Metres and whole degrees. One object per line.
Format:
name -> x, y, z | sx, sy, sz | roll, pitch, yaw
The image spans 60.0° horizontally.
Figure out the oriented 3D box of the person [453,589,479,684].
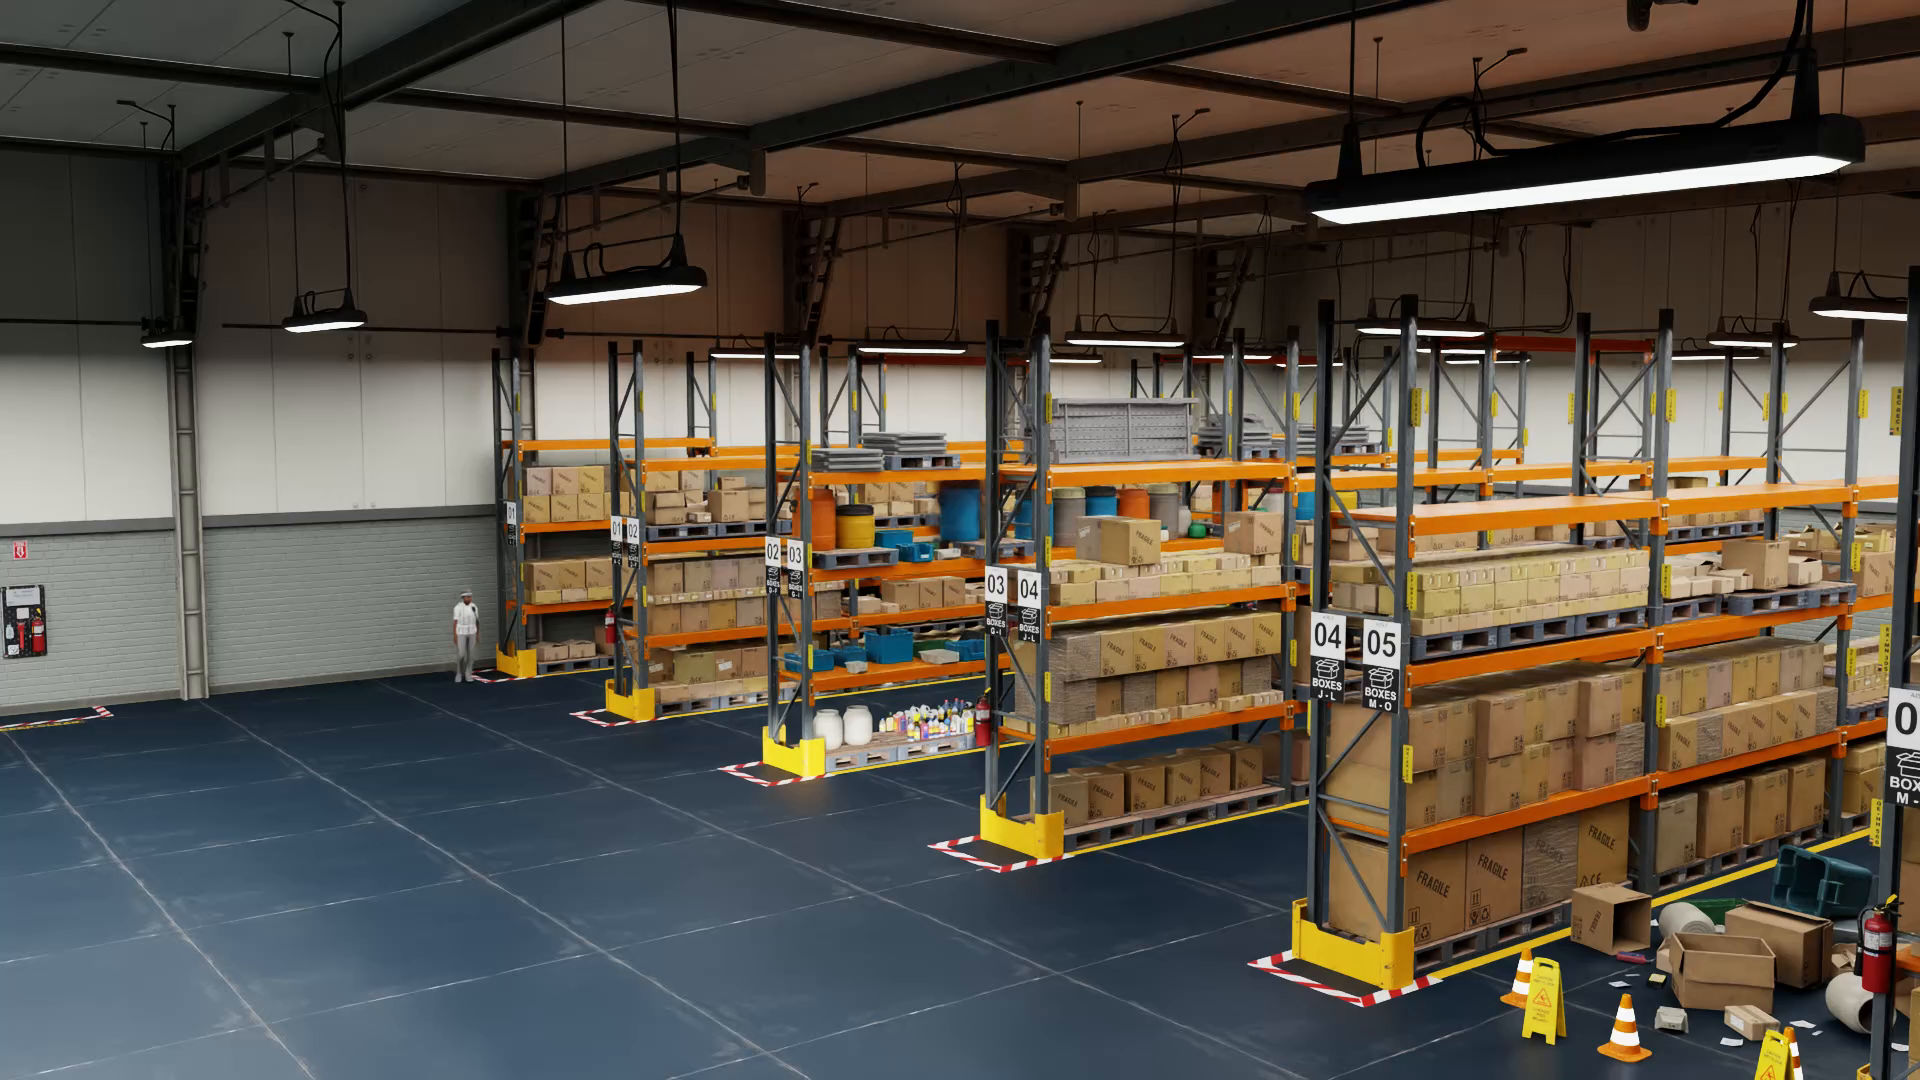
person -> -8.815, 1.711, 29.716 | 0.481, 1.701, 0.406 | -4, 6, -37
